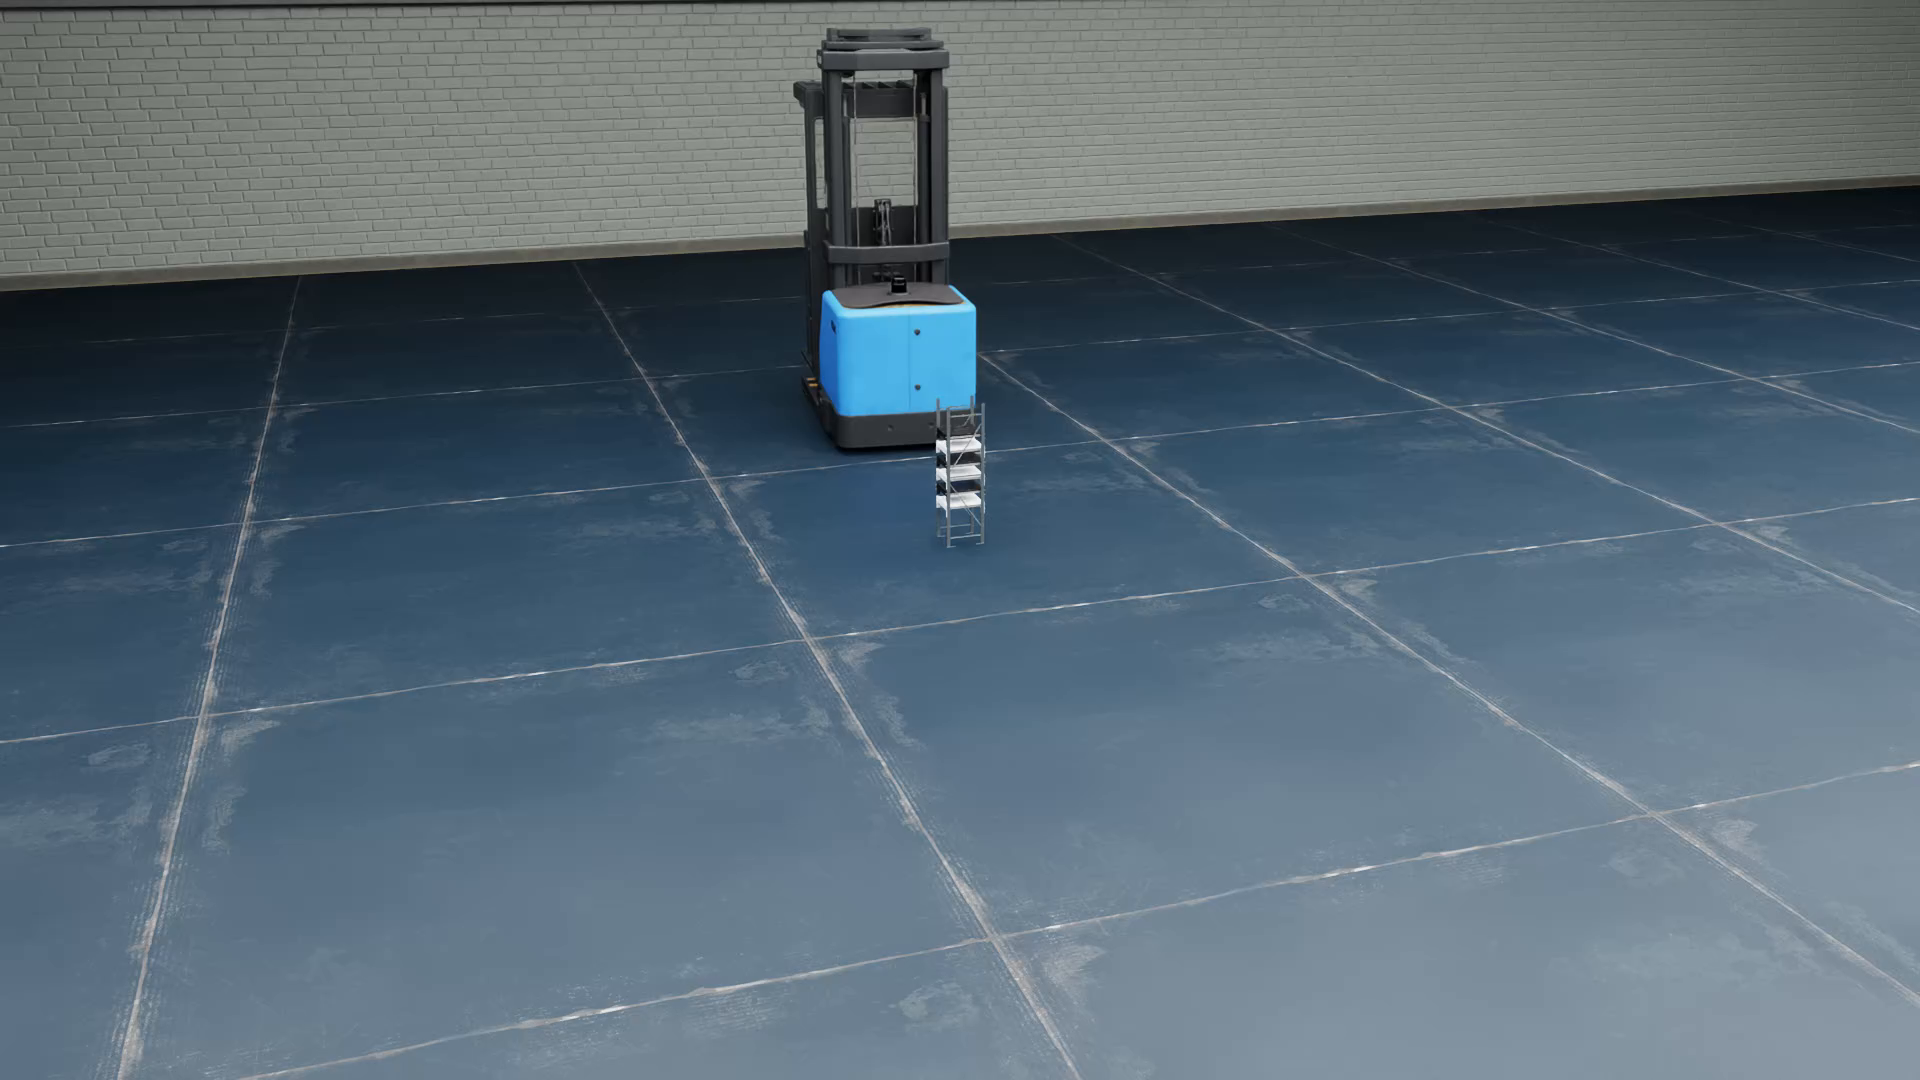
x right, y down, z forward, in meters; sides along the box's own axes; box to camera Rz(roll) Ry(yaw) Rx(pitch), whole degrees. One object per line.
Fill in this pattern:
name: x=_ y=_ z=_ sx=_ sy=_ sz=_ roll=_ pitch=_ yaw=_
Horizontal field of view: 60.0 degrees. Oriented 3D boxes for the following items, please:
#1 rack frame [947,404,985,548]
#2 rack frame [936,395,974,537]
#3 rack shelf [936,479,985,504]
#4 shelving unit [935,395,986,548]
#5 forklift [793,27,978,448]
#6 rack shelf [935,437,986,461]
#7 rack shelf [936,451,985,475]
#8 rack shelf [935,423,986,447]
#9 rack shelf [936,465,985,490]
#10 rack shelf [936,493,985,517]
rack frame: x=0.034 y=-0.388 z=10.166 sx=0.240 sy=0.900 sz=0.006 roll=-6 pitch=21 yaw=-17
rack frame: x=-0.029 y=-0.454 z=10.348 sx=0.240 sy=0.900 sz=0.006 roll=-6 pitch=21 yaw=-17
rack shelf: x=0.003 y=-0.305 z=10.299 sx=0.258 sy=0.077 sz=0.200 roll=-6 pitch=21 yaw=-17
shelving unit: x=0.003 y=-0.421 z=10.257 sx=0.258 sy=0.900 sz=0.210 roll=-6 pitch=21 yaw=-17
forklift: x=-0.683 y=-2.507 z=13.061 sx=1.130 sy=2.935 sz=3.031 roll=-4 pitch=20 yaw=-12
rack shelf: x=0.003 y=-0.559 z=10.208 sx=0.258 sy=0.077 sz=0.200 roll=-6 pitch=21 yaw=-17
rack shelf: x=0.003 y=-0.474 z=10.238 sx=0.258 sy=0.077 sz=0.200 roll=-6 pitch=21 yaw=-17
rack shelf: x=0.003 y=-0.644 z=10.177 sx=0.258 sy=0.077 sz=0.200 roll=-6 pitch=21 yaw=-17
rack shelf: x=0.003 y=-0.390 z=10.268 sx=0.258 sy=0.077 sz=0.200 roll=-6 pitch=21 yaw=-17
rack shelf: x=0.003 y=-0.220 z=10.329 sx=0.258 sy=0.077 sz=0.200 roll=-6 pitch=21 yaw=-17
